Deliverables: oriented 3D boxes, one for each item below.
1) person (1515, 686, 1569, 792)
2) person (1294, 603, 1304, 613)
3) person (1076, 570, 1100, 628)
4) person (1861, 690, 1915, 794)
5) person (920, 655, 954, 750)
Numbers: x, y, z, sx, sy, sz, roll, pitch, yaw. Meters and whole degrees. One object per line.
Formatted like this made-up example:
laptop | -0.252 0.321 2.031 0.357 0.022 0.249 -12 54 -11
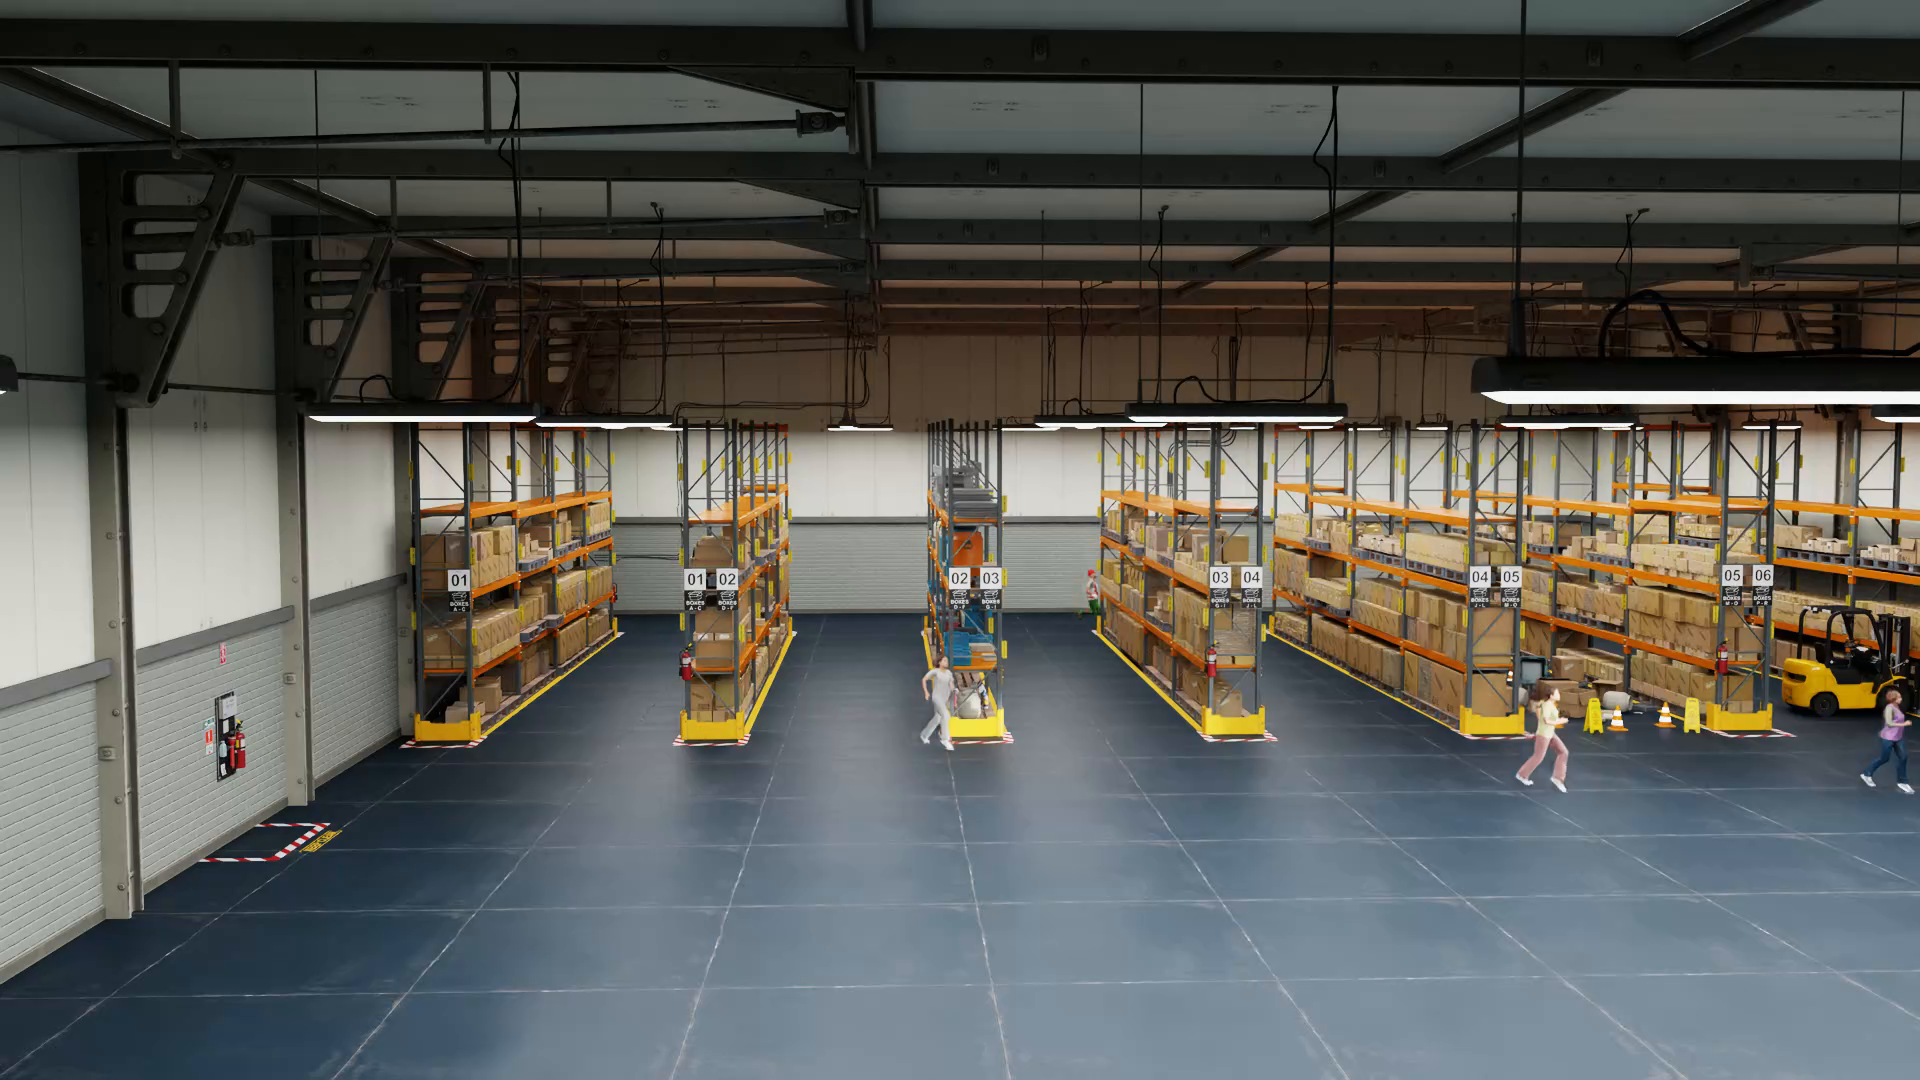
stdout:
person | 9.361 3.182 26.732 0.820 1.701 0.599 2 4 29
person | 10.137 1.643 49.585 0.864 1.827 0.669 -2 4 -28
person | 3.850 1.738 48.952 0.856 1.748 0.660 0 4 6
person | 14.850 3.204 26.582 0.565 1.631 0.778 -3 5 -40
person | -0.321 2.934 30.408 0.862 1.664 0.575 4 5 44
